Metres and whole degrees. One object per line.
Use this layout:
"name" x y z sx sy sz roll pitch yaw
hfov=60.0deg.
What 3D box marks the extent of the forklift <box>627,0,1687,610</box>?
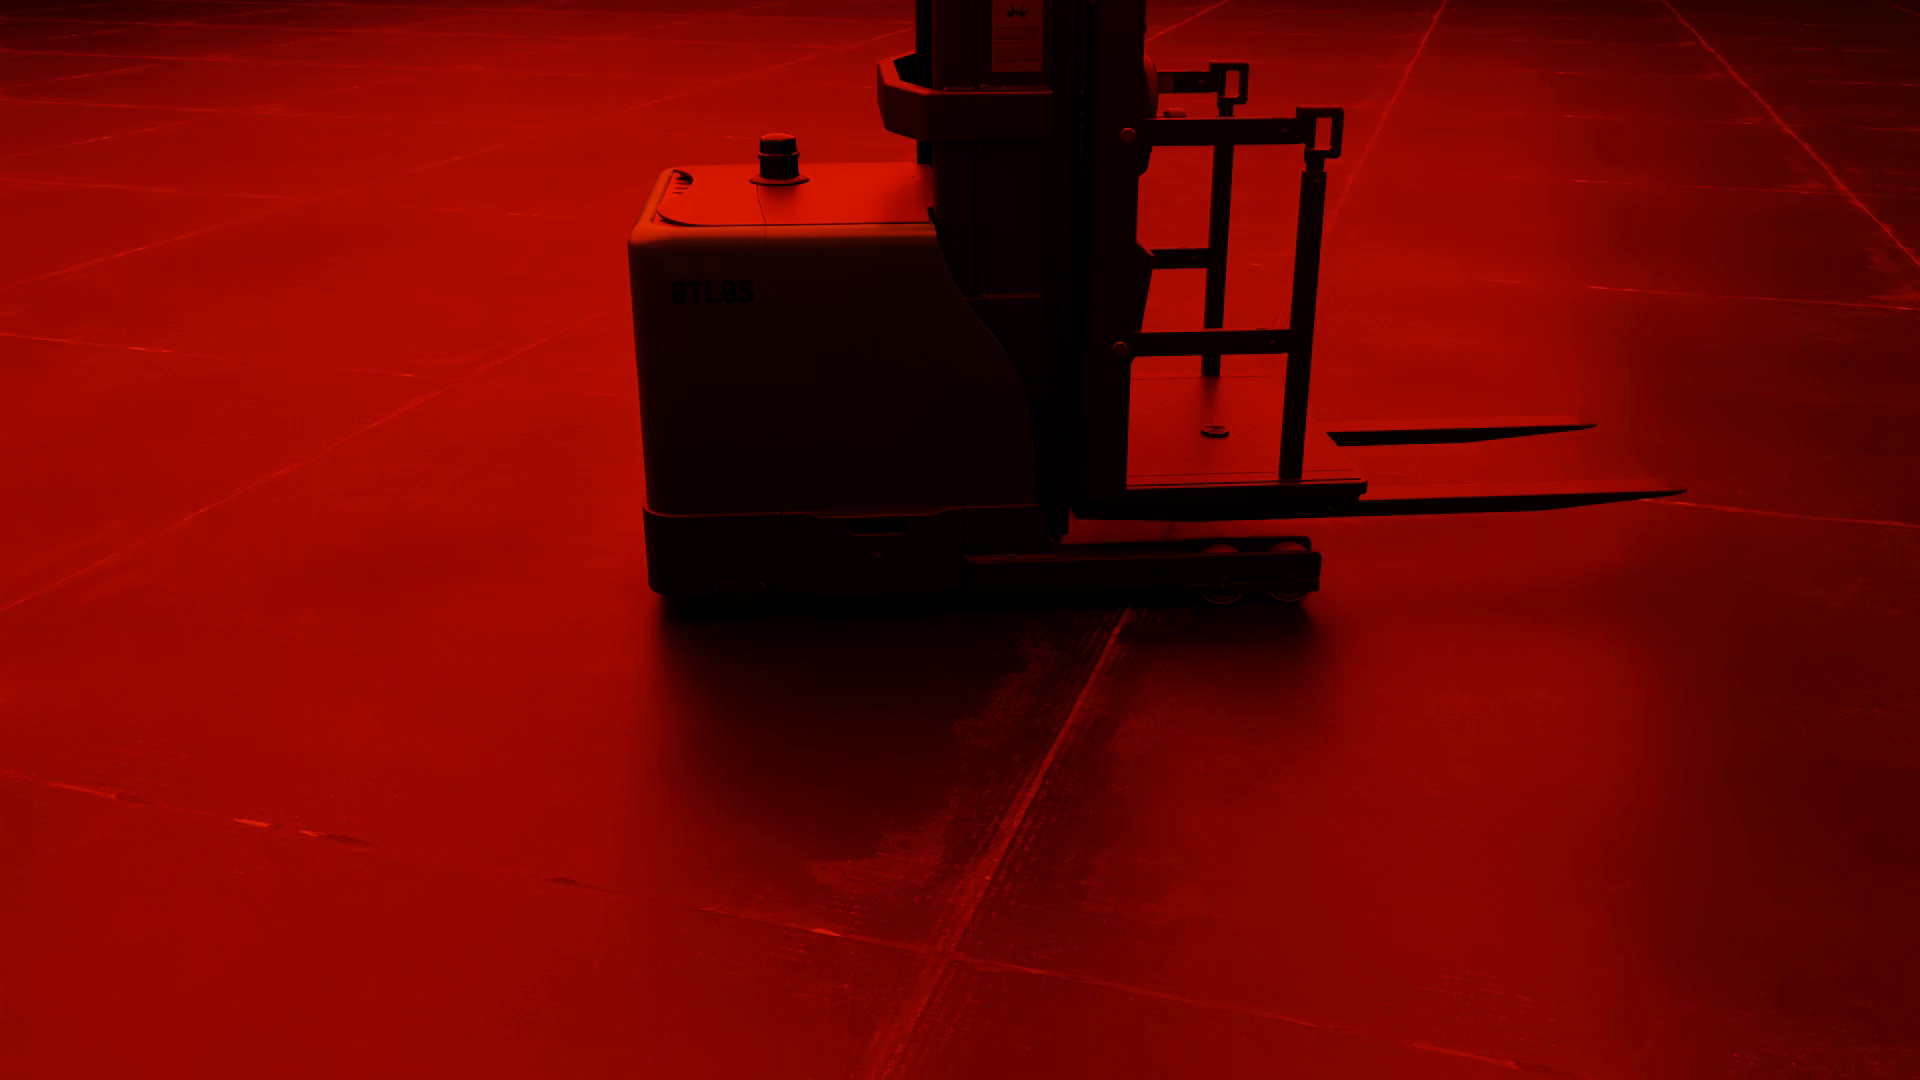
"forklift" 0.606 -1.374 4.608 3.031 2.935 1.130 -2 23 -4
